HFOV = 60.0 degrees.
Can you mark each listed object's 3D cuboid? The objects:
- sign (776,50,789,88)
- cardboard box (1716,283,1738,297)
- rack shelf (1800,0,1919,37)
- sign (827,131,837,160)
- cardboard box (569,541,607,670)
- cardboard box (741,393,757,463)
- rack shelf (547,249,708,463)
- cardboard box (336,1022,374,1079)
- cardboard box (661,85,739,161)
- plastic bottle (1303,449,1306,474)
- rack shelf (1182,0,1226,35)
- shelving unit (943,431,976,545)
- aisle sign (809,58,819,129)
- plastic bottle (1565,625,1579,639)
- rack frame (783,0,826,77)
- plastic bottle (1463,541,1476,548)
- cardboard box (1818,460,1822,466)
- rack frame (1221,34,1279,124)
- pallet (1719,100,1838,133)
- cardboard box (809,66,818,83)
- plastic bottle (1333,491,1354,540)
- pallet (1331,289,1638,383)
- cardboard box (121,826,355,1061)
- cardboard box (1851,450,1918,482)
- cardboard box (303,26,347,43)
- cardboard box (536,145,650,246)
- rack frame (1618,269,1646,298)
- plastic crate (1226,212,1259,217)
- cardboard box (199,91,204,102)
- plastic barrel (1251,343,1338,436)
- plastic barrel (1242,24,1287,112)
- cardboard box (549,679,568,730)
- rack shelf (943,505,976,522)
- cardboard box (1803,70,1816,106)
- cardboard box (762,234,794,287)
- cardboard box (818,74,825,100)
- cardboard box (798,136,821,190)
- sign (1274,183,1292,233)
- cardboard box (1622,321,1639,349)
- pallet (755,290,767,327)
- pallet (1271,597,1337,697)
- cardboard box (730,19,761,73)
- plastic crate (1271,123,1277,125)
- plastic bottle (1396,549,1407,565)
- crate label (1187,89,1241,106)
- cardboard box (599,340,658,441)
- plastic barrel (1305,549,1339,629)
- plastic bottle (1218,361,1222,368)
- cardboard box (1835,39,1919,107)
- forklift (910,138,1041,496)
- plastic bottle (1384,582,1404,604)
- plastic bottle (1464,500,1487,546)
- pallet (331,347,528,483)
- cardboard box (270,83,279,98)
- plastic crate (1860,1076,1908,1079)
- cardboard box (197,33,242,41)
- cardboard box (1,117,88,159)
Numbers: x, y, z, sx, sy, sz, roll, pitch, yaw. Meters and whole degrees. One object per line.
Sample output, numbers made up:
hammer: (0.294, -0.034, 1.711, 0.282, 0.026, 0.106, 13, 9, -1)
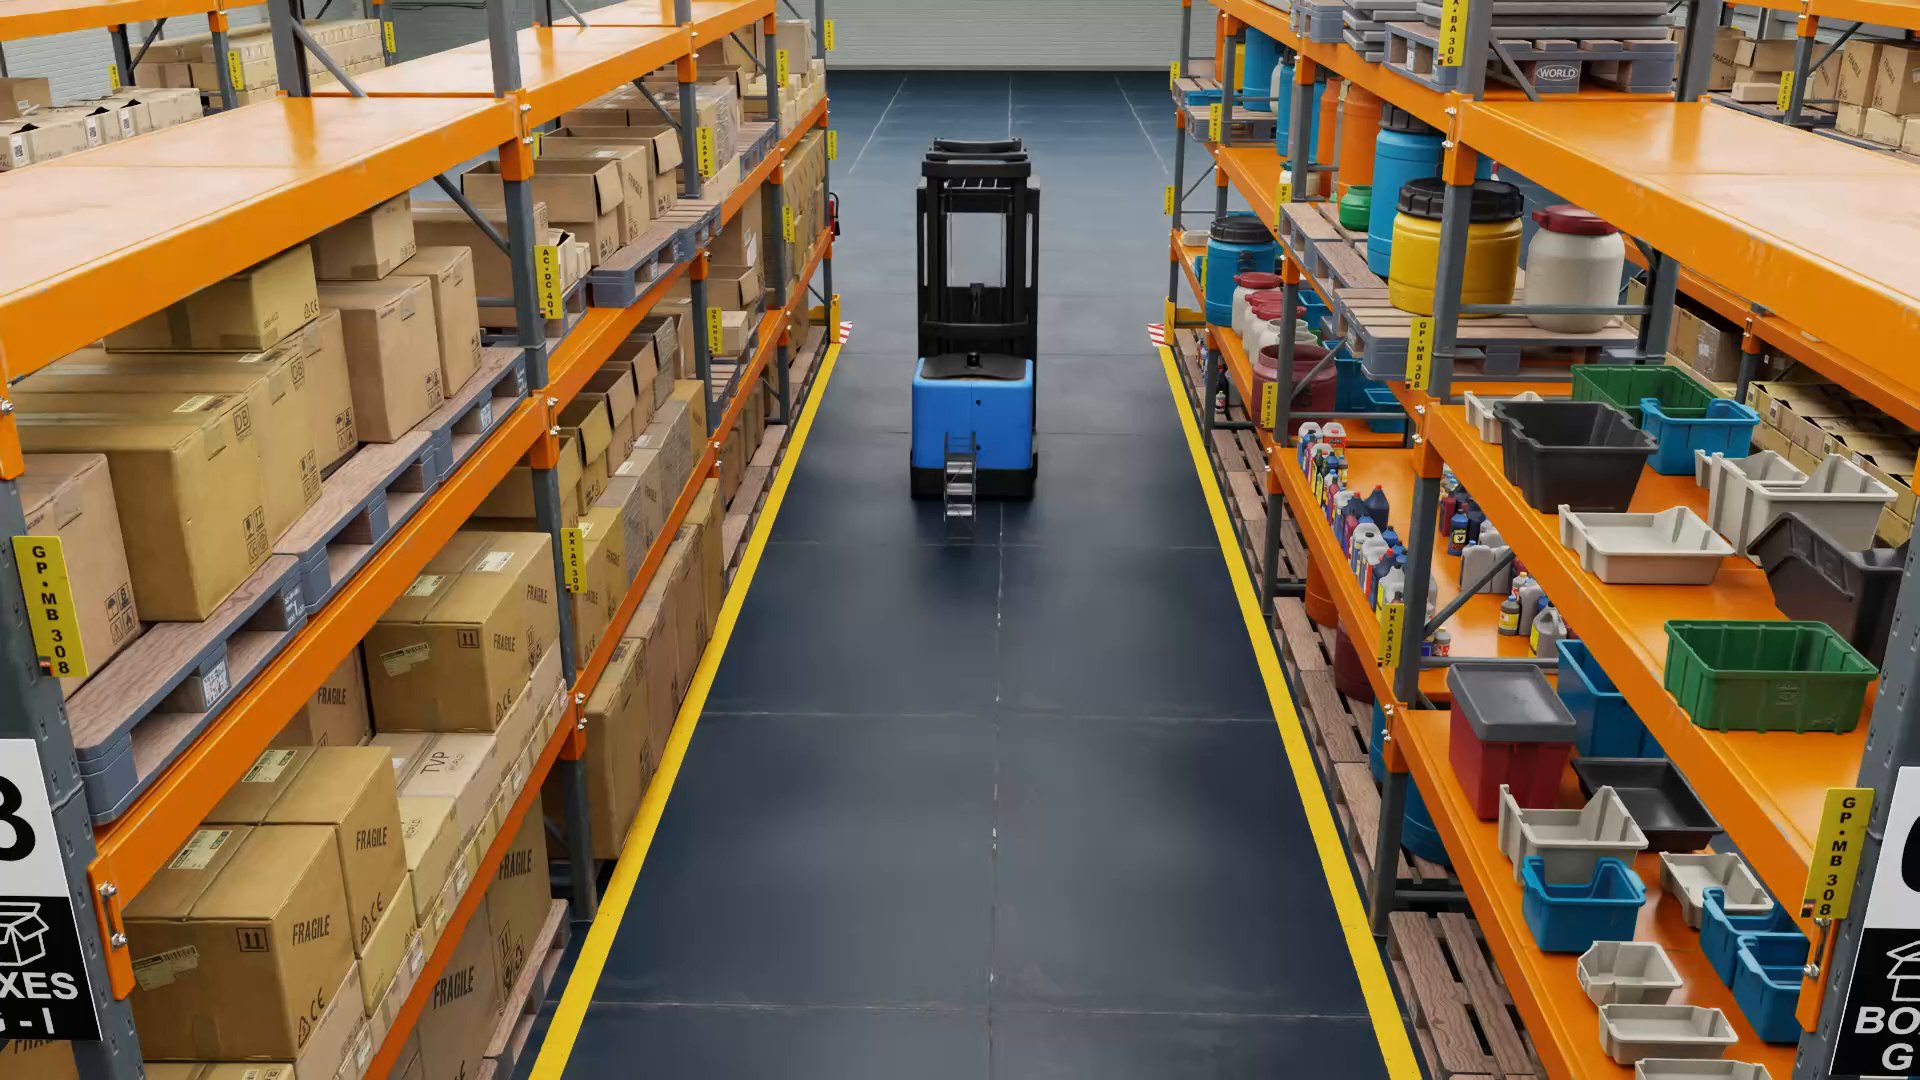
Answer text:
sign: (-1.573, -4.178, 14.744, 0.100, 0.325, 0.005, 1, 21, 2)
cardboard box: (7.791, -2.647, 16.067, 0.700, 0.500, 0.500, 0, 21, 1)
rack shelf: (7.713, -3.801, 12.433, 1.077, 0.370, 4.000, 1, 21, 2)
sign: (-1.452, -4.480, 18.890, 0.100, 0.325, 0.005, 1, 21, 2)
cardboard box: (-2.107, 0.323, 8.413, 0.500, 0.500, 0.500, 1, 21, 2)
cardboard box: (-2.201, -1.006, 14.821, 0.700, 0.500, 0.500, 1, 21, 1)
rack shelf: (-2.310, -1.253, 9.460, 1.077, 0.370, 4.000, 1, 21, 2)
cardboard box: (-2.132, 1.692, 5.369, 0.380, 0.149, 0.250, 0, 21, 1)
cardboard box: (-1.951, -3.124, 12.457, 0.500, 0.500, 0.500, 0, 21, 0)
plastic bottle: (2.331, -0.537, 11.040, 0.097, 0.201, 0.097, 0, 21, 0)
rack shelf: (2.884, -5.303, 16.304, 1.077, 0.370, 4.000, 1, 21, 2)
shelving unit: (0.000, -0.417, 13.359, 0.258, 0.900, 0.210, 1, 21, 2)
aisle sign: (-1.704, -5.037, 18.770, 0.394, 0.787, 0.004, 1, 21, 2)
plastic bottle: (3.017, 0.514, 8.219, 0.061, 0.283, 0.133, 1, 21, 2)
rack frame: (-2.006, -6.603, 18.106, 1.000, 3.000, 0.127, 1, 21, 2)
plastic bottle: (2.884, 0.103, 9.390, 0.097, 0.201, 0.097, 0, 21, 0)
cardboard box: (7.468, -0.464, 13.799, 0.500, 0.250, 0.500, 1, 21, 3)
rack frame: (2.823, -5.102, 14.238, 1.000, 3.000, 0.127, 1, 21, 2)
pallet: (7.774, -3.915, 15.449, 1.003, 0.211, 1.213, 1, 21, 2)
cardboard box: (-1.710, -4.933, 17.604, 0.380, 0.149, 0.250, 1, 21, 2)
plastic bottle: (2.323, -0.147, 9.932, 0.152, 0.276, 0.135, 1, 21, 2)
pallet: (2.506, -1.008, 8.093, 1.213, 0.211, 1.003, 1, 21, 2)
cardboard box: (-2.193, 1.209, 5.025, 0.500, 0.500, 0.500, 0, 21, 0)
cardboard box: (7.449, -0.541, 13.222, 0.500, 0.311, 0.500, 0, 21, 1)
cardboard box: (-6.664, -5.300, 17.422, 0.380, 0.149, 0.250, 1, 21, 2)
cardboard box: (-2.134, -2.020, 9.723, 0.500, 0.500, 0.500, 2, 21, 5)
rack frame: (7.896, -3.696, 18.907, 1.000, 3.000, 0.127, 1, 21, 2)
plastic crate: (3.228, -3.498, 18.603, 0.499, 0.251, 0.616, 1, 21, 2)
cardboard box: (-7.383, -4.201, 15.691, 0.380, 0.149, 0.250, 1, 21, 3)
plastic barrel: (2.413, -1.094, 12.013, 0.600, 0.536, 0.708, 1, 21, 2)
plastic barrel: (2.960, -4.492, 15.539, 0.600, 0.901, 0.708, 1, 21, 2)
cardboard box: (-2.053, 0.764, 7.761, 0.380, 0.149, 0.250, 1, 21, 2)
rack shelf: (0.000, -0.218, 13.436, 0.258, 0.077, 0.200, 1, 21, 2)
cardboard box: (8.069, -4.242, 15.517, 0.500, 0.311, 0.500, -1, 21, -1)
cardboard box: (-2.052, -2.707, 15.810, 0.875, 0.500, 0.500, 1, 21, 2)
cardboard box: (-1.767, -4.957, 18.219, 0.500, 0.250, 0.500, 1, 21, 3)
cardboard box: (-1.785, -4.075, 17.953, 0.500, 0.500, 0.500, 1, 21, 2)
sign: (2.151, -2.212, 11.081, 0.100, 0.325, 0.005, 1, 21, 2)
cardboard box: (7.645, -2.237, 18.369, 0.500, 0.250, 0.500, 1, 21, 2)
pallet: (-2.296, -1.996, 14.791, 1.003, 0.211, 1.213, 1, 21, 2)
pallet: (2.719, 0.727, 11.365, 1.003, 0.211, 1.213, 1, 21, 2)
cardboard box: (-2.321, -5.089, 17.111, 0.500, 0.500, 0.500, 1, 21, 1)
plastic crate: (3.143, -4.172, 16.282, 0.336, 0.188, 0.450, 1, 21, 2)
plastic bottle: (2.420, 0.181, 9.093, 0.097, 0.271, 0.097, 0, 21, 0)
crate label: (2.557, -4.407, 16.800, 0.502, 0.251, 0.408, 1, 21, 2)
cardboard box: (-2.310, -0.928, 10.249, 0.797, 0.503, 0.637, 1, 21, 3)
plastic barrel: (2.703, 0.134, 11.456, 0.600, 0.830, 0.708, 1, 21, 2)
plastic bottle: (2.570, -1.698, 16.811, 0.144, 0.351, 0.185, 1, 21, 1)
cardboard box: (7.716, -3.901, 13.879, 0.500, 0.500, 0.500, 1, 21, 2)
forklift: (0.173, -2.232, 15.229, 1.130, 2.935, 3.031, 1, 21, 3)
plastic bottle: (2.280, 0.367, 8.608, 0.152, 0.276, 0.135, 1, 21, 2)
plastic bottle: (3.024, -0.100, 9.707, 0.144, 0.351, 0.185, 1, 21, 2)
pallet: (-2.406, -0.529, 6.720, 1.003, 0.211, 1.213, 1, 21, 2)
cardboard box: (-6.717, -4.286, 15.911, 0.380, 0.149, 0.250, 1, 21, 2)
plastic crate: (2.908, 1.683, 5.328, 0.250, 0.136, 0.298, 1, 21, 2)
cardboard box: (-7.351, -4.938, 16.489, 0.380, 0.149, 0.250, 0, 21, 1)
cardboard box: (-6.947, -3.016, 12.497, 0.500, 0.250, 0.500, 1, 21, 3)
